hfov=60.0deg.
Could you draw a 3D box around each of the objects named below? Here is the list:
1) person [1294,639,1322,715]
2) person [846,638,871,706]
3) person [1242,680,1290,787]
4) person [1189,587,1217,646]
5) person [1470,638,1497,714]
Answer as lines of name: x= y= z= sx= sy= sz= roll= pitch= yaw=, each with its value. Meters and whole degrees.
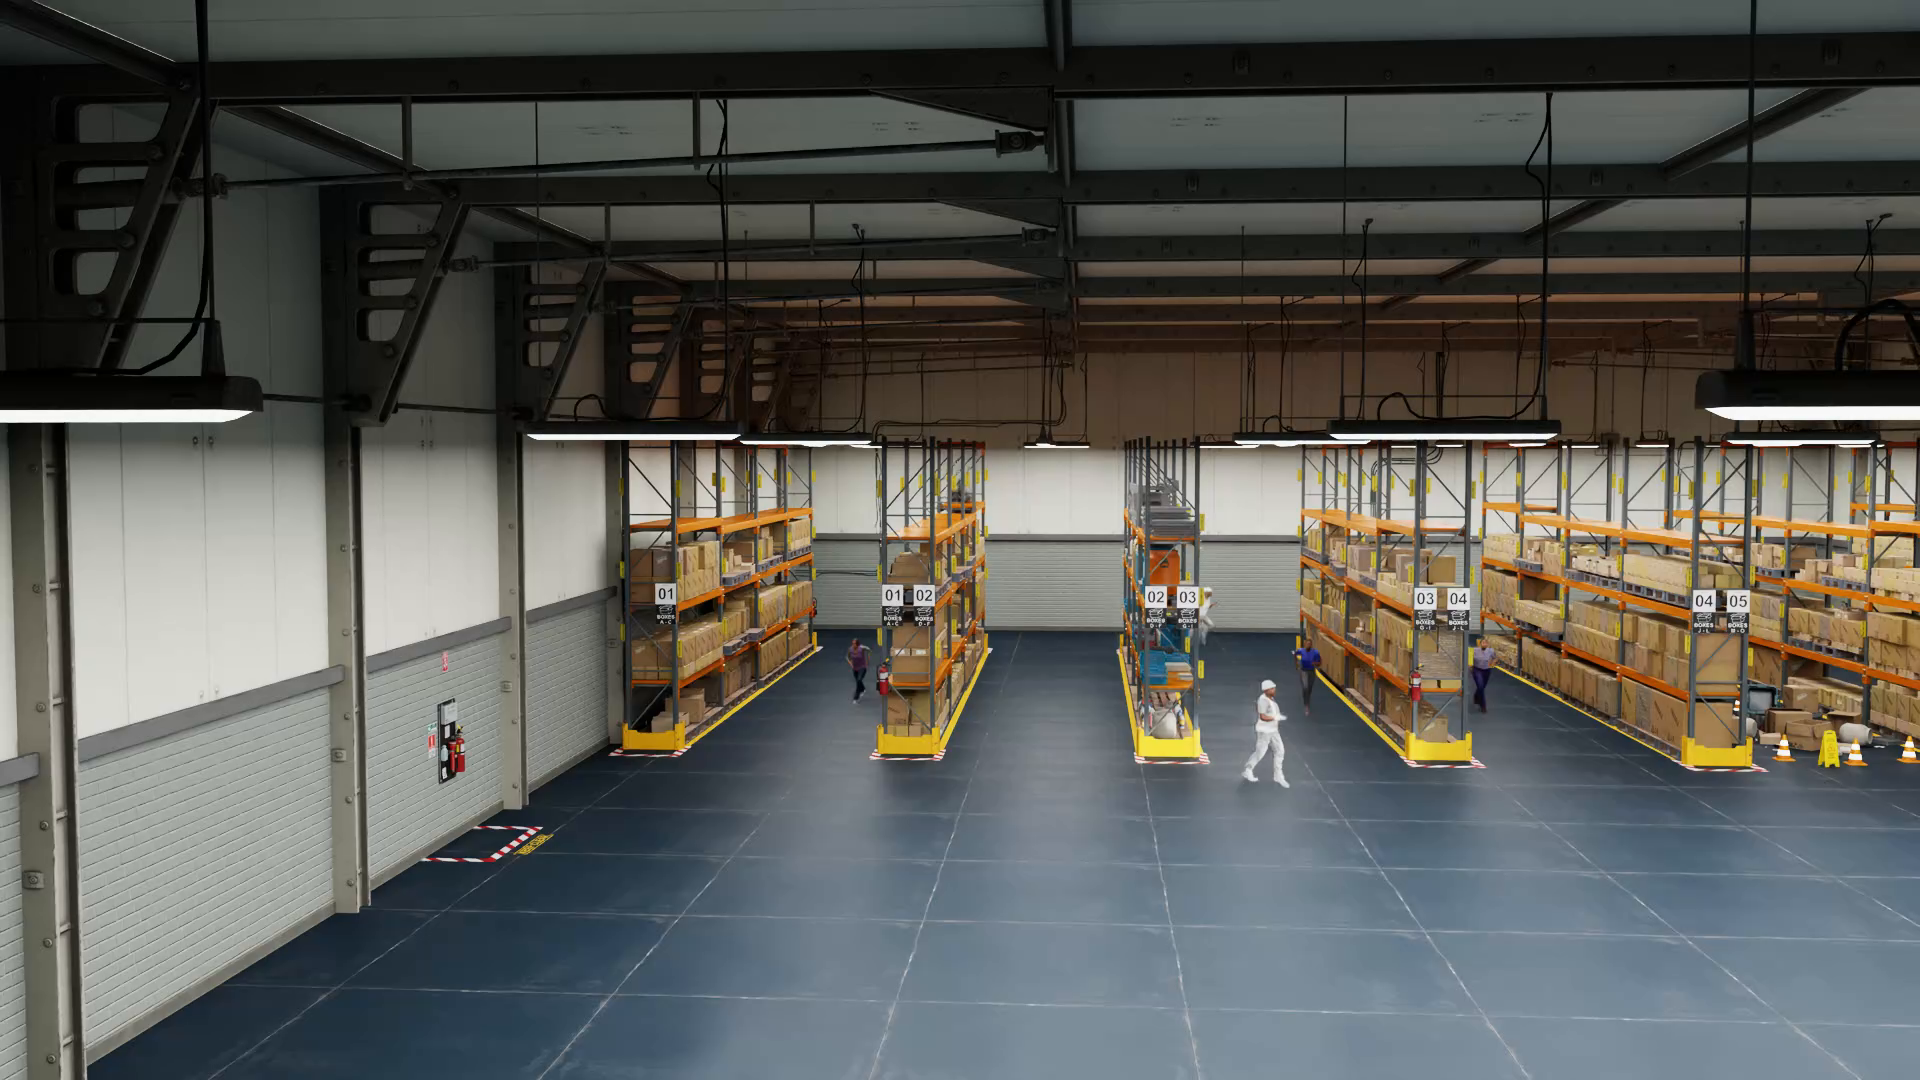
person: x=7.622 y=2.973 z=36.464 sx=0.576 sy=1.667 sz=0.928 roll=0 pitch=3 yaw=3
person: x=-2.283 y=2.961 z=37.768 sx=0.578 sy=1.546 sz=0.919 roll=0 pitch=3 yaw=7
person: x=5.215 y=3.302 z=28.398 sx=0.815 sy=1.835 sz=0.662 roll=2 pitch=4 yaw=31
person: x=7.091 y=2.244 z=48.936 sx=0.920 sy=1.720 sz=0.683 roll=1 pitch=3 yaw=19
person: x=11.511 y=2.967 z=36.718 sx=0.607 sy=1.645 sz=1.031 roll=0 pitch=3 yaw=-1
